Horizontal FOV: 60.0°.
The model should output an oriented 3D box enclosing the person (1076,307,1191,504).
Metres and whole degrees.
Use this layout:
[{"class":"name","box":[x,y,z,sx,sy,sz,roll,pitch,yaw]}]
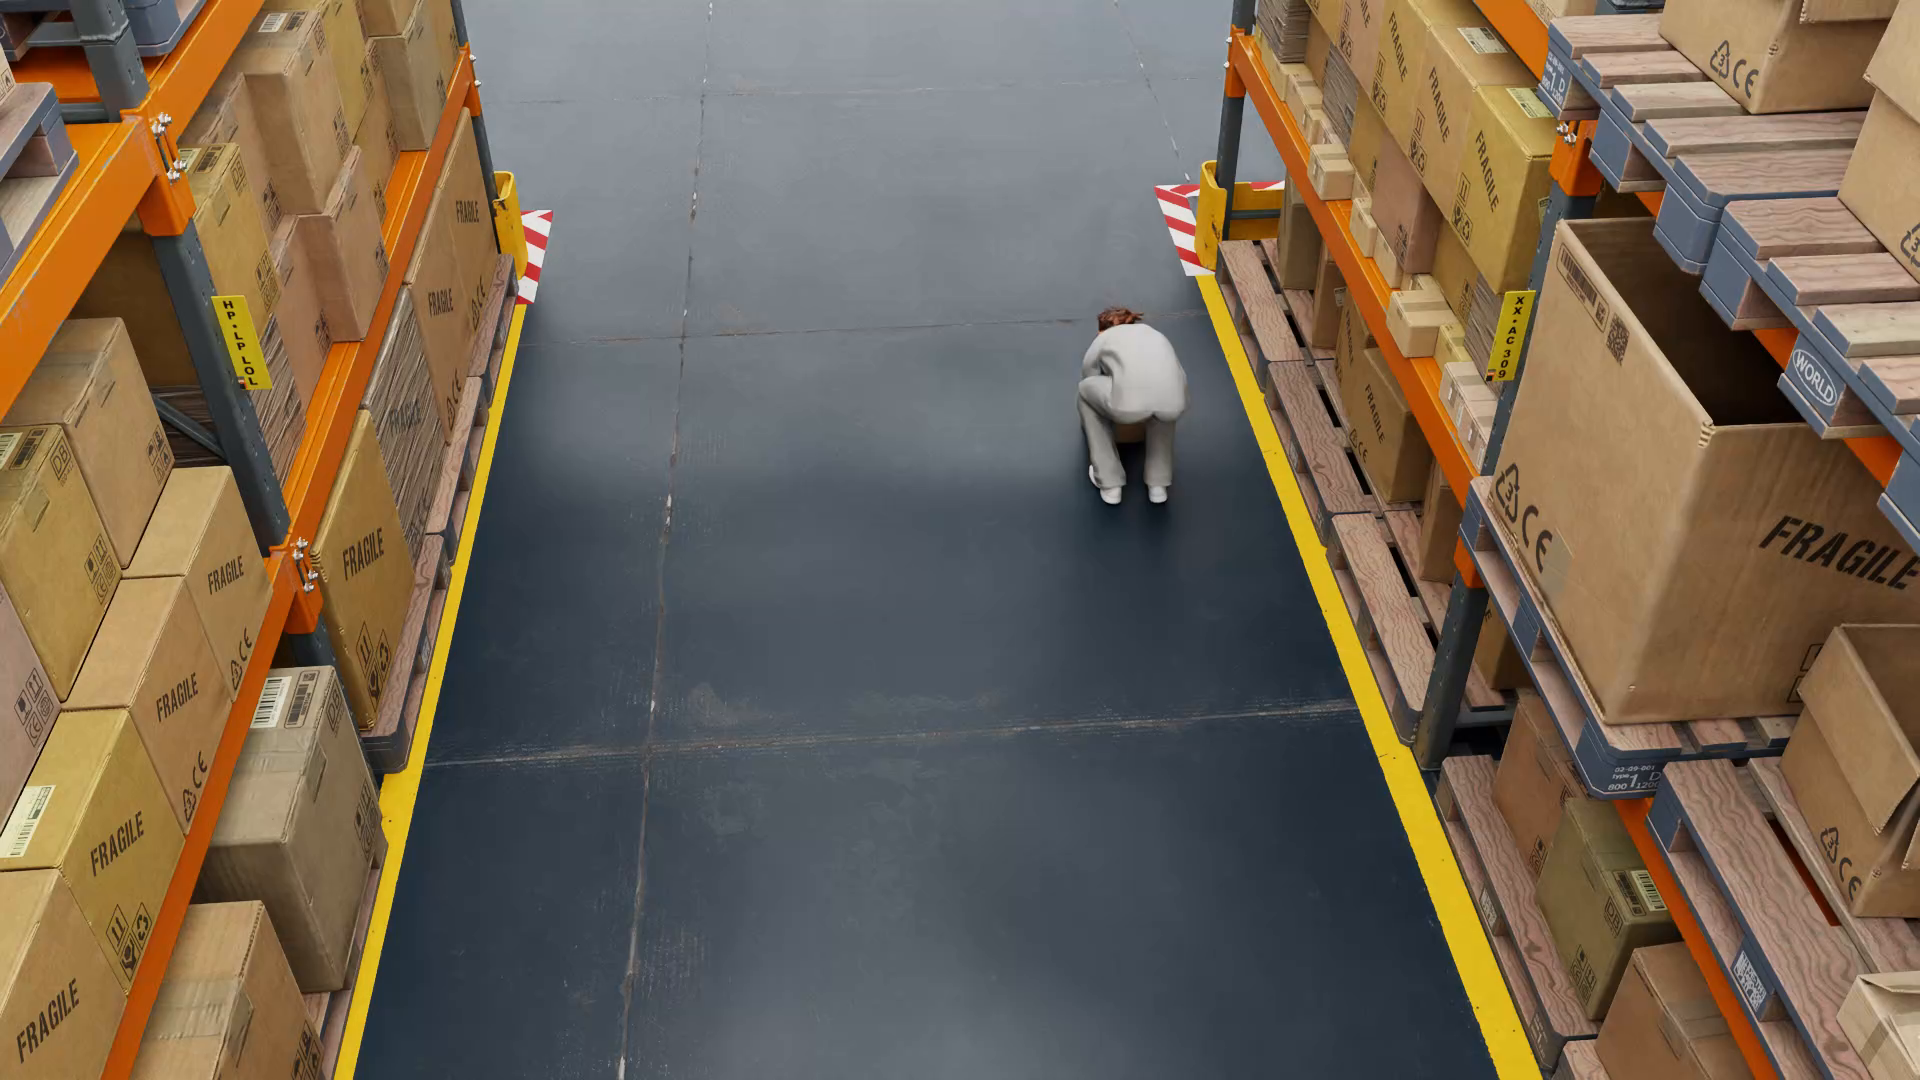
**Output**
[{"class":"person","box":[0.778,-0.650,7.656,0.475,0.818,0.862,-5,39,-6]}]
